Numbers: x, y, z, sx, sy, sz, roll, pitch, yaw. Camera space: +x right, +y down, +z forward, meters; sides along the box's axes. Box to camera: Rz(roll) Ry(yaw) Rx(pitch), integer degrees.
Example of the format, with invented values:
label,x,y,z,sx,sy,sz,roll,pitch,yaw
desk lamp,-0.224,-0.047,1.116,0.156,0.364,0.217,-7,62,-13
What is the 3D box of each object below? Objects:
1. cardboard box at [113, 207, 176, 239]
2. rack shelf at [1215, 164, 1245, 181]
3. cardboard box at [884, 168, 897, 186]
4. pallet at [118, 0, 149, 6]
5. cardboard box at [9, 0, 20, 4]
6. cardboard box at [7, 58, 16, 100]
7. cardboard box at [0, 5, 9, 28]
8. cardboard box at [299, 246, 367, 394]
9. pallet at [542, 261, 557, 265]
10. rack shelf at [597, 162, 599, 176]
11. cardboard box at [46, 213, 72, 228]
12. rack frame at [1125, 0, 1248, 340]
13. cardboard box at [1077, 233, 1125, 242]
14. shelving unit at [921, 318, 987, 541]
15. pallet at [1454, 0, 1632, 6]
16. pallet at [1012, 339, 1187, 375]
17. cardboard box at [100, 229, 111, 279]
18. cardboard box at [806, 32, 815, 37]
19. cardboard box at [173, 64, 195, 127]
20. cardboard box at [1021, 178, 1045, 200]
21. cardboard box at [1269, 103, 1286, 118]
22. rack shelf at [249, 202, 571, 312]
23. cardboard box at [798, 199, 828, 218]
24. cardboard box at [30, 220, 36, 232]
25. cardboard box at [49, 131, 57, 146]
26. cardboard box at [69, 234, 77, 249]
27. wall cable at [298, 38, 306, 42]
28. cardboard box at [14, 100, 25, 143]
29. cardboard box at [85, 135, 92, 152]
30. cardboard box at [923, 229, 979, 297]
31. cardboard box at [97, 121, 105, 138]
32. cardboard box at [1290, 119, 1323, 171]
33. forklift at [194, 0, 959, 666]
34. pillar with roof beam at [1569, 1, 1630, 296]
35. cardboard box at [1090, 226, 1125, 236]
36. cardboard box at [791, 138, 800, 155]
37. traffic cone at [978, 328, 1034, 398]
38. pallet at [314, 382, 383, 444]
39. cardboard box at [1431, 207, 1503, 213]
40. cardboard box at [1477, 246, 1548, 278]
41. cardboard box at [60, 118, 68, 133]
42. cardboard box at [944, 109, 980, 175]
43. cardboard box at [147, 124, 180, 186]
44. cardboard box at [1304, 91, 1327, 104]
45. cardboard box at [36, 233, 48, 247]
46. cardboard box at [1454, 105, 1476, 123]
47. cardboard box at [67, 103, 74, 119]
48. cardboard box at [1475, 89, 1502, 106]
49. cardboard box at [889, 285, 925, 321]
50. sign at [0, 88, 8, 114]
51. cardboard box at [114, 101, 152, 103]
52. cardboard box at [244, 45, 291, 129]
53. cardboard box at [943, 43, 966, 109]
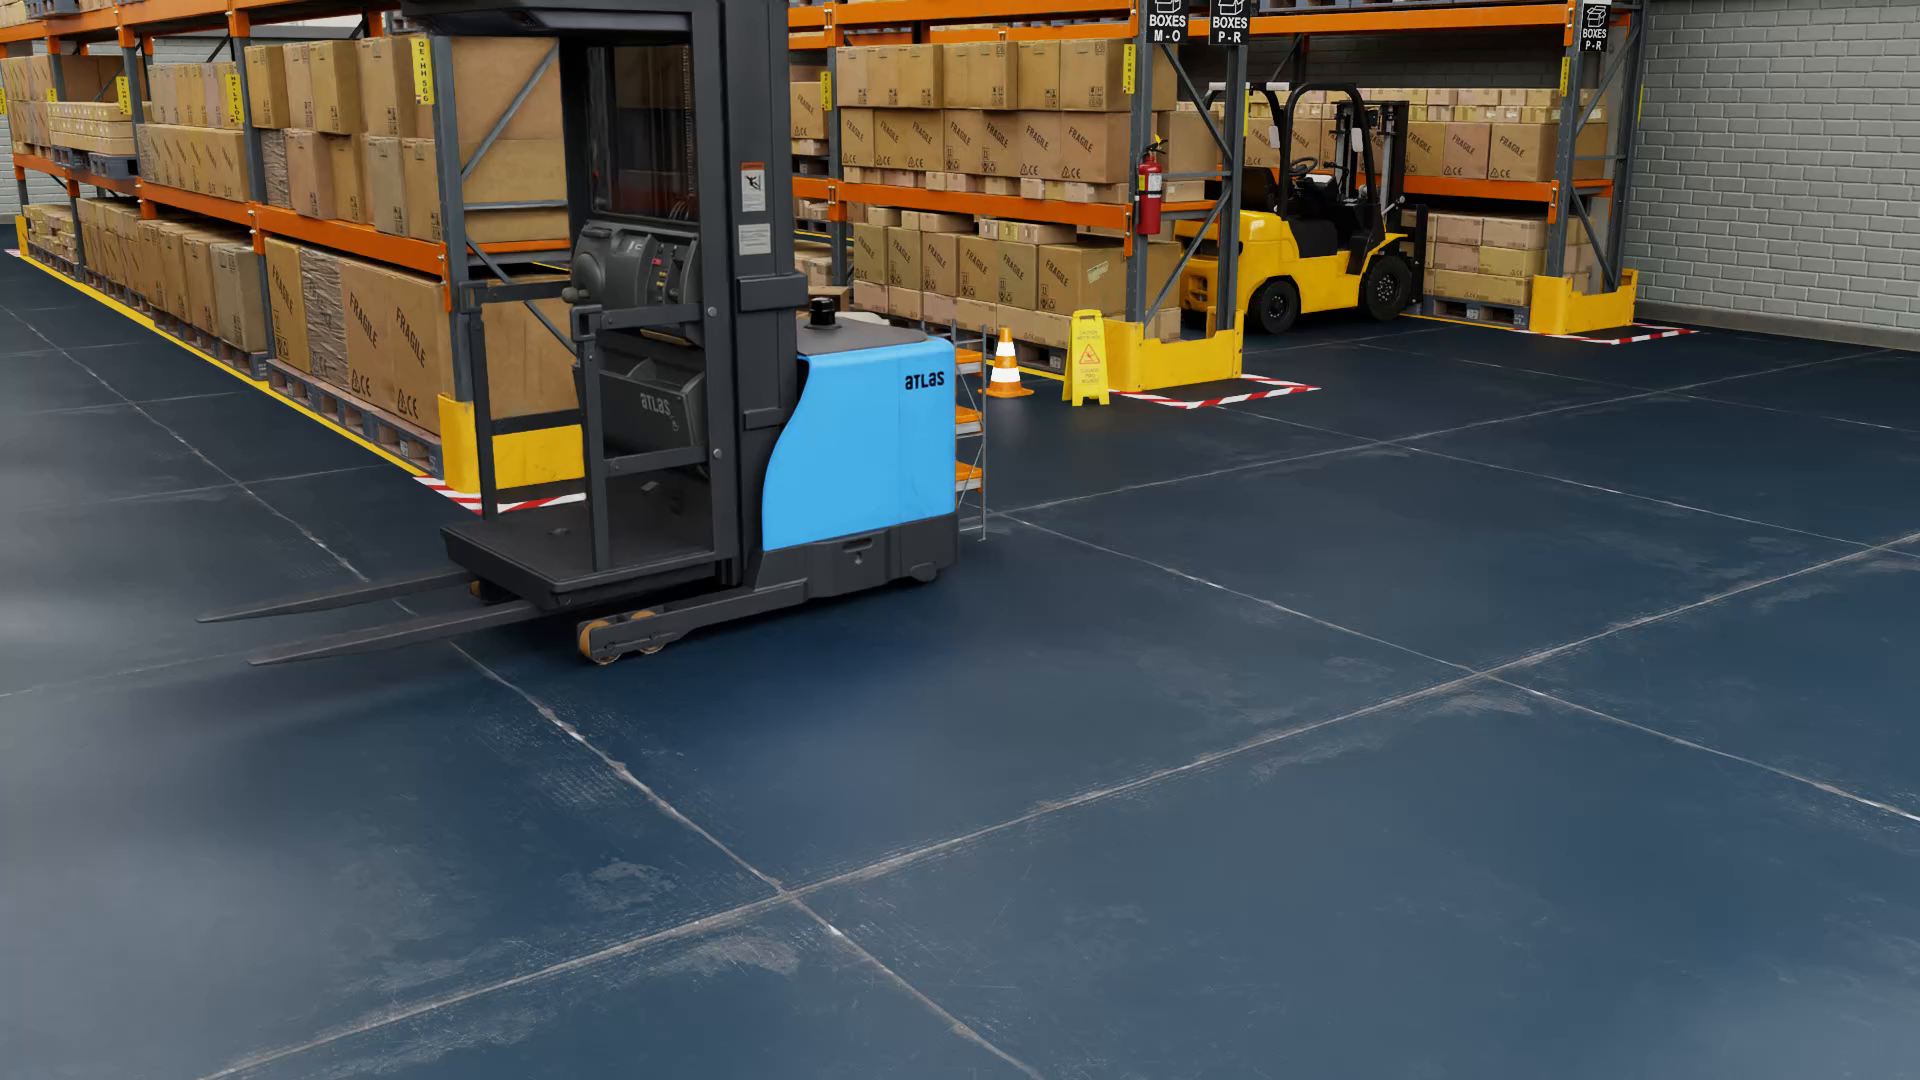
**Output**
label,x,y,z,sx,sy,sz,roll,pitch,yaw
cardboard box,-7.942,-3.101,16.242,0.500,0.250,0.500,-11,19,-34
rack shelf,2.112,-4.318,19.532,1.077,0.370,4.000,-11,19,-35
cardboard box,-0.428,-3.130,14.307,0.380,0.149,0.250,-11,19,-35
pallet,-6.600,-4.757,14.450,1.213,0.211,1.003,-10,18,-32
cardboard box,-10.784,-6.392,19.401,0.500,0.250,0.500,-12,19,-37
cardboard box,-11.375,-5.669,20.460,0.500,0.500,0.500,-10,18,-33
cardboard box,-11.362,-6.365,20.250,0.500,0.250,0.500,-10,18,-33
cardboard box,-3.824,-1.517,11.166,0.875,0.875,0.875,-11,19,-34
pallet,-4.915,-3.677,21.109,1.003,0.211,1.213,-11,19,-35
rack shelf,-4.253,-4.401,19.835,1.077,0.370,4.000,-11,19,-35
cardboard box,-10.620,-3.802,19.762,0.380,0.149,0.250,-12,19,-36
rack frame,1.626,-2.612,11.938,1.000,3.000,0.127,-11,19,-35
cardboard box,1.051,-2.181,13.356,0.500,0.500,0.500,-12,19,-37
shelving unit,-0.031,-0.518,7.979,0.215,1.050,0.252,-11,19,-35
pallet,5.245,-4.943,14.938,1.003,0.211,1.213,-11,19,-35
pallet,1.133,-1.462,13.019,1.003,0.211,1.213,-11,19,-35
cardboard box,-8.522,-2.960,17.149,0.500,0.500,0.500,-10,18,-34
cardboard box,-2.008,-7.355,24.061,0.380,0.149,0.250,-11,19,-35
cardboard box,-6.164,-3.747,14.000,0.700,0.500,0.500,-11,19,-35
cardboard box,0.686,-2.683,12.672,0.380,0.149,0.250,-10,18,-34
cardboard box,3.416,-4.435,17.179,0.380,0.149,0.250,-10,18,-33
rack shelf,-3.494,-1.902,10.707,1.077,0.370,4.000,-11,19,-35
cardboard box,-2.191,-4.979,24.970,0.396,0.266,0.258,-10,18,-33
cardboard box,-11.510,-3.991,21.017,0.380,0.149,0.250,-11,19,-35
cardboard box,-9.514,-4.311,17.824,0.380,0.149,0.250,-12,19,-37
cardboard box,-9.816,-3.374,18.761,0.380,0.149,0.250,-10,18,-33
wall cable,-11.115,-7.734,28.669,0.585,1.953,0.123,-11,19,-35
cardboard box,-11.350,-5.181,20.572,0.500,0.500,0.500,-11,19,-34
cardboard box,-8.283,-3.865,16.196,0.380,0.149,0.250,-12,19,-37
cardboard box,0.031,-2.313,13.837,0.500,0.500,0.500,-10,18,-32
cardboard box,-7.839,-3.847,15.566,0.380,0.149,0.250,-10,18,-32
cardboard box,3.657,-4.042,16.972,0.500,0.500,0.500,-10,18,-34
forklift,-1.465,-1.095,6.526,3.031,2.935,1.130,-12,20,-38
pillar with roof beam,2.477,-5.897,12.577,9.100,9.000,0.400,-11,19,-35
cardboard box,2.078,-3.732,19.731,0.875,0.625,0.625,-12,19,-37
cardboard box,-1.392,-3.674,15.497,0.380,0.149,0.250,-12,19,-36
traffic cone,0.330,-1.280,11.877,0.336,0.463,0.334,-11,19,-35
pallet,-3.565,-0.896,10.951,1.003,0.211,1.213,-11,19,-35
cardboard box,4.928,-3.089,16.198,0.500,0.250,0.500,-11,19,-35
cardboard box,5.100,-2.556,15.200,0.500,0.250,0.500,-11,19,-35
cardboard box,-9.055,-4.289,17.180,0.380,0.149,0.250,-12,19,-37
cardboard box,0.220,-3.203,13.345,0.500,0.500,0.500,-11,19,-34
cardboard box,-6.675,-3.333,14.382,0.500,0.500,0.500,-11,19,-35
cardboard box,3.687,-4.462,16.716,0.380,0.149,0.250,-10,18,-33
cardboard box,-11.243,-3.738,20.656,0.380,0.149,0.250,-11,19,-34
cardboard box,4.795,-3.945,15.388,0.380,0.149,0.250,-11,19,-35
cardboard box,-8.753,-4.322,16.737,0.380,0.149,0.250,-10,18,-32
cardboard box,4.912,-4.031,15.141,0.380,0.149,0.250,-10,18,-33
cardboard box,-0.274,-2.063,14.343,0.500,0.250,0.500,-10,18,-31
sign,-12.164,-5.572,21.113,0.100,0.325,0.005,-11,19,-35
cardboard box,-8.980,-4.698,18.111,0.380,0.149,0.250,-10,18,-32
cardboard box,-4.481,-3.185,11.703,0.875,0.550,0.550,-11,19,-35
cardboard box,0.294,-3.692,13.235,0.700,0.500,0.500,-11,19,-35
